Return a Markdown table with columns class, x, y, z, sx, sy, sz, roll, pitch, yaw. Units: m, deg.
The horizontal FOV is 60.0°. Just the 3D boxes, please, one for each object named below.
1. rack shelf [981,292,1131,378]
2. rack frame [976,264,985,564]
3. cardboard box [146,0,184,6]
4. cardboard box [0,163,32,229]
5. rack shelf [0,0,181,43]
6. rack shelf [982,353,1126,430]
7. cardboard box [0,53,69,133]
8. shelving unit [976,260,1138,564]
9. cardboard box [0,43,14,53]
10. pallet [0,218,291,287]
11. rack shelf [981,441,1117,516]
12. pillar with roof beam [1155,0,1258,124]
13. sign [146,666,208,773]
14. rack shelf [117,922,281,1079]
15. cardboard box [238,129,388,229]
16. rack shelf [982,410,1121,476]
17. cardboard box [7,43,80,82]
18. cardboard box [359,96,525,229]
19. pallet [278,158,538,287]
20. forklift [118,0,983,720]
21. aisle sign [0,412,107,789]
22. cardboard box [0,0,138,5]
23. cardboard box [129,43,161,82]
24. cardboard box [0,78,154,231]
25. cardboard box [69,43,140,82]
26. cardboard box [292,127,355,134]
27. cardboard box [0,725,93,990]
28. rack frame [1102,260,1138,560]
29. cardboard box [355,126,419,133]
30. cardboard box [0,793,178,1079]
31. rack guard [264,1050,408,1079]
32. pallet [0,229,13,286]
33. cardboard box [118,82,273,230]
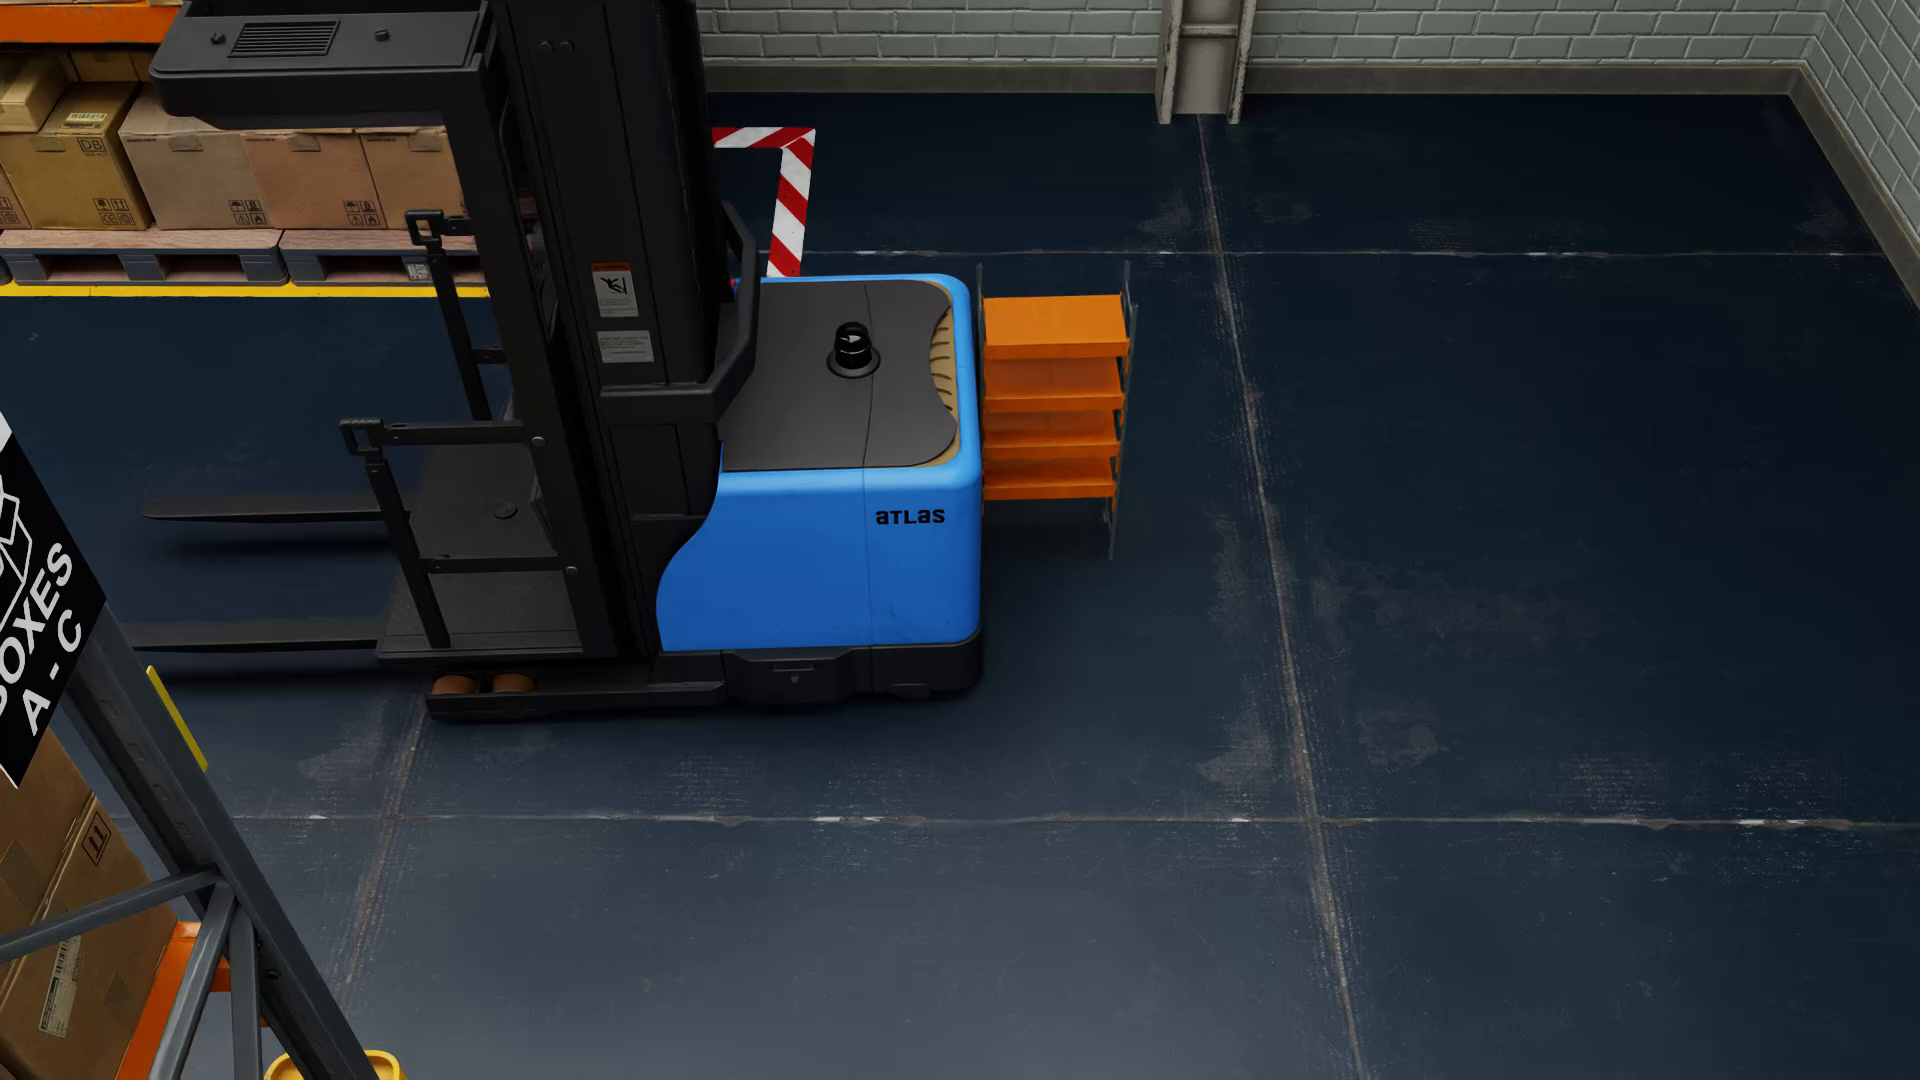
| class | x | y | z | sx | sy | sz | roll | pitch | yaw |
| --- | --- | --- | --- | --- | --- | --- | --- | --- | --- |
| rack shelf | 0.311 | -0.684 | 5.530 | 0.480 | 0.148 | 0.258 | -2 | 47 | -2 |
| rack frame | 0.067 | -0.409 | 5.811 | 0.015 | 1.200 | 0.240 | -2 | 47 | -2 |
| cardboard box | -2.766 | -2.639 | 6.452 | 0.700 | 0.700 | 0.980 | 0 | 47 | 0 |
| cardboard box | -4.279 | -1.771 | 7.270 | 0.500 | 0.500 | 0.700 | 0 | 47 | 0 |
| rack shelf | -3.529 | -2.309 | 6.842 | 4.000 | 0.370 | 1.077 | 0 | 47 | 0 |
| rack shelf | 0.311 | -0.523 | 5.703 | 0.480 | 0.148 | 0.258 | -2 | 47 | -2 |
| cardboard box | -3.917 | -1.860 | 6.909 | 0.250 | 0.149 | 0.380 | -1 | 47 | -1 |
| shelving unit | 0.311 | -0.416 | 5.818 | 0.503 | 1.200 | 0.258 | -2 | 47 | -2 |
| cardboard box | -4.135 | -2.141 | 7.171 | 0.250 | 0.149 | 0.380 | -1 | 47 | -1 |
| pallet | -3.545 | -1.549 | 7.548 | 1.213 | 0.211 | 1.003 | 0 | 47 | 0 |
| rack shelf | 0.311 | -0.235 | 6.012 | 0.480 | 0.148 | 0.258 | -2 | 47 | -2 |
| pillar with roof beam | 1.159 | -2.068 | 2.027 | 0.400 | 9.000 | 9.100 | 0 | 47 | 0 |
| sign | -1.542 | 0.385 | 3.251 | 0.005 | 0.325 | 0.100 | 0 | 47 | 0 |
| rack shelf | -3.543 | 1.317 | 3.467 | 4.000 | 0.370 | 1.077 | 0 | 47 | 0 |
| cardboard box | -2.729 | -1.771 | 7.270 | 0.500 | 0.500 | 0.700 | 0 | 47 | 0 |
| rack shelf | 0.311 | -0.370 | 5.867 | 0.480 | 0.148 | 0.258 | -2 | 47 | -2 |
| cardboard box | -3.882 | -2.140 | 7.170 | 0.250 | 0.149 | 0.380 | 1 | 47 | 1 |
| cardboard box | -2.229 | -1.769 | 7.268 | 0.500 | 0.500 | 0.700 | 0 | 47 | 0 |
| pallet | -2.329 | -1.544 | 7.543 | 1.213 | 0.211 | 1.003 | 0 | 47 | 0 |
| forklift | -1.452 | -0.781 | 4.974 | 3.031 | 2.935 | 1.130 | -2 | 47 | -2 |
| aisle sign | -1.474 | -0.024 | 2.447 | 0.004 | 0.787 | 0.394 | 0 | 47 | 0 |
| cardboard box | -3.529 | -2.648 | 6.461 | 0.700 | 0.700 | 0.980 | -2 | 47 | -2 |
| cardboard box | -3.371 | -2.138 | 7.169 | 0.250 | 0.149 | 0.380 | 1 | 47 | 1 |
| cardboard box | -3.766 | -1.767 | 7.267 | 0.500 | 0.500 | 0.700 | 1 | 47 | 1 |
| cardboard box | -3.624 | -2.139 | 7.170 | 0.250 | 0.149 | 0.380 | -1 | 47 | -1 |
| cardboard box | -2.614 | -1.857 | 6.907 | 0.250 | 0.149 | 0.380 | 1 | 47 | 1 |
| cardboard box | -1.986 | 0.508 | 2.977 | 0.500 | 0.500 | 0.500 | 1 | 47 | 1 |
| rack frame | 0.555 | -0.423 | 5.824 | 0.015 | 1.200 | 0.240 | -2 | 47 | -2 |
| cardboard box | -2.358 | -1.857 | 6.907 | 0.250 | 0.149 | 0.380 | 0 | 47 | 0 |
| cardboard box | -1.986 | 0.849 | 3.343 | 0.500 | 0.500 | 0.500 | 1 | 47 | 1 |
| rack guard | -1.619 | 1.928 | 4.114 | 0.348 | 0.500 | 1.175 | 0 | 47 | 0 |
| pallet | -4.769 | -1.551 | 7.549 | 1.213 | 0.211 | 1.003 | 0 | 47 | 0 |
| cardboard box | -3.232 | -1.771 | 7.270 | 0.500 | 0.500 | 0.700 | -1 | 47 | -1 |
